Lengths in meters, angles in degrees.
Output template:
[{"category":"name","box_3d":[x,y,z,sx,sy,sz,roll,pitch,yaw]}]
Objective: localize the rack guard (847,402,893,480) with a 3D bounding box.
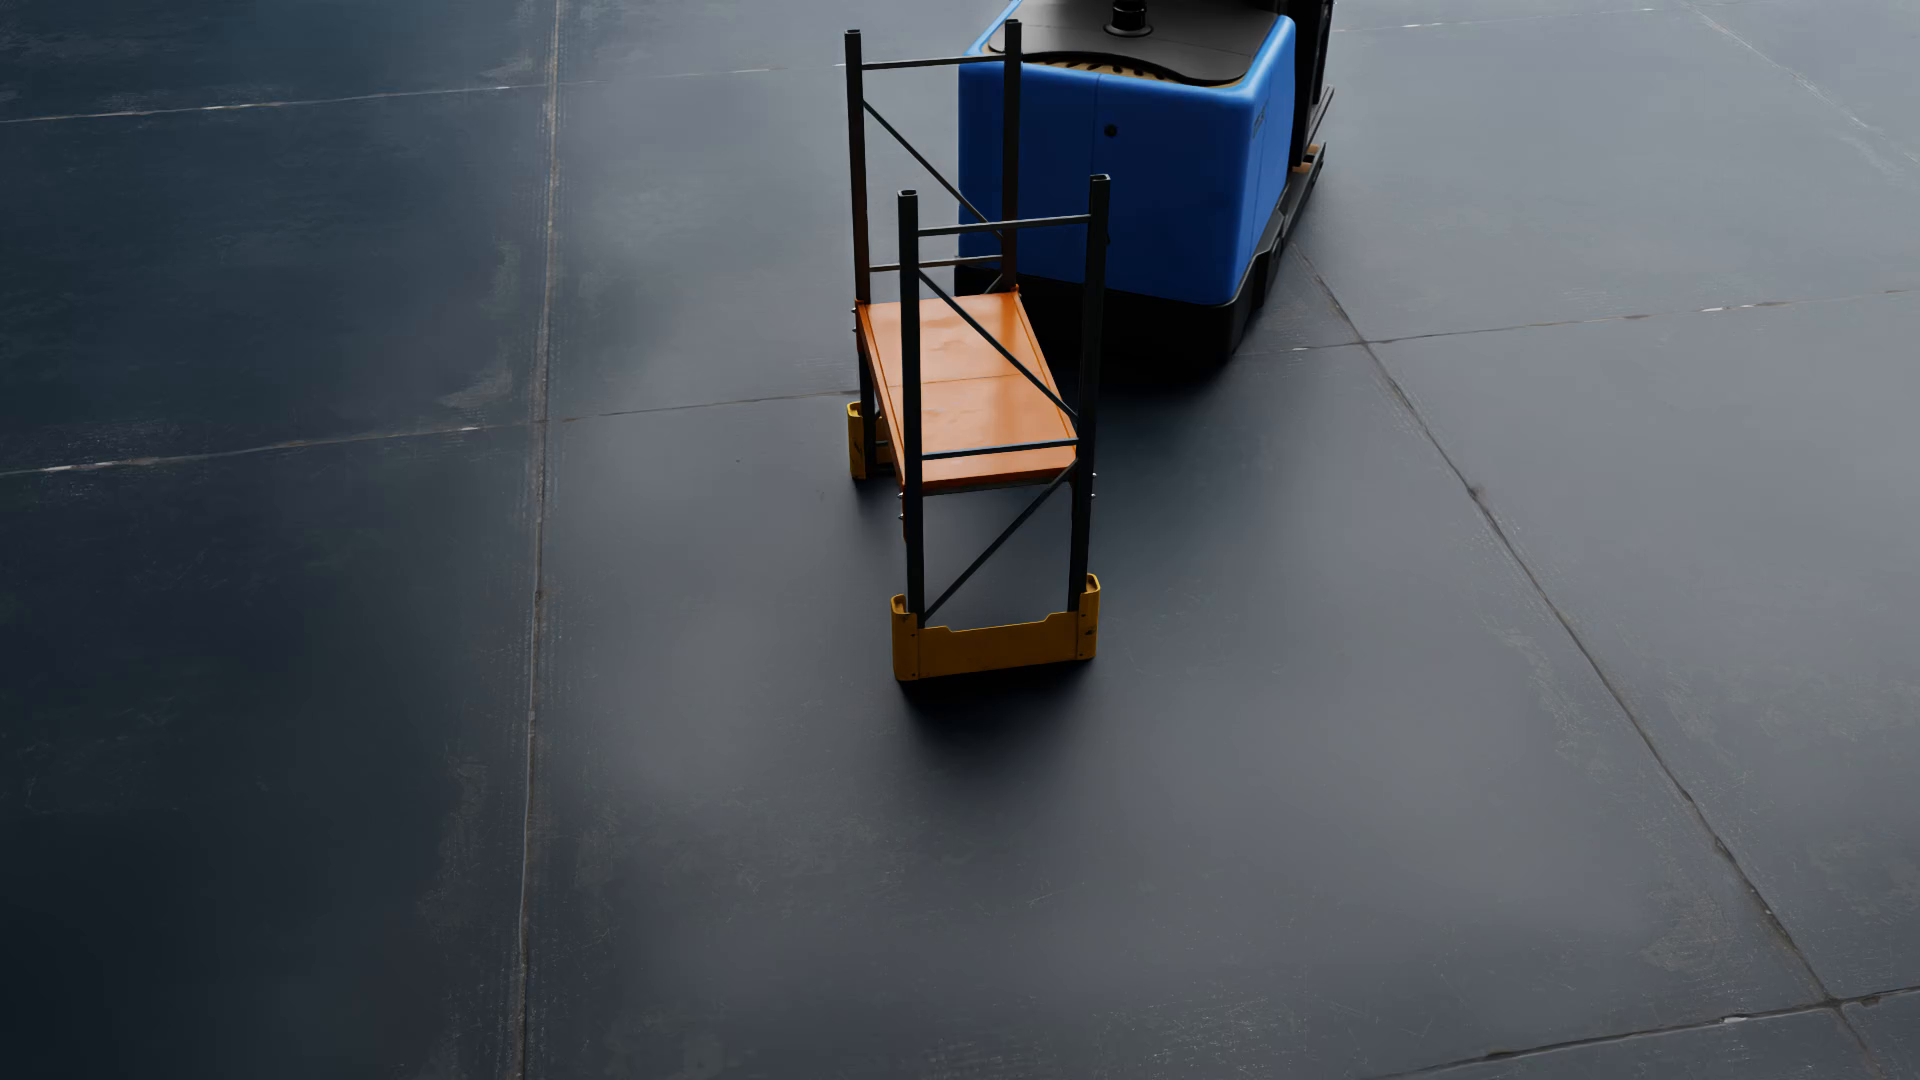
[{"category":"rack guard","box_3d":[-0.074,-0.353,5.501,0.587,0.250,0.087,-6,38,-8]}]

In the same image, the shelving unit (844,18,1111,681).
[{"category":"shelving unit","box_3d":[0.013,-0.546,4.731,0.587,1.500,1.083,-6,38,-8]}]

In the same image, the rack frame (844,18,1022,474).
[{"category":"rack frame","box_3d":[-0.074,-0.848,5.119,0.500,1.500,0.032,-6,38,-8]}]

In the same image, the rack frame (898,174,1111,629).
[{"category":"rack frame","box_3d":[0.104,-0.234,4.328,0.500,1.500,0.032,-6,38,-8]}]

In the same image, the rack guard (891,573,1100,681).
[{"category":"rack guard","box_3d":[0.101,0.248,4.727,0.587,0.250,0.087,-6,38,-8]}]

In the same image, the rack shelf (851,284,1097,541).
[{"category":"rack shelf","box_3d":[0.015,-0.399,4.834,0.538,0.185,1.000,-6,38,-8]}]

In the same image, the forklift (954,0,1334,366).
[{"category":"forklift","box_3d":[0.953,-2.684,6.315,1.130,2.935,3.031,12,40,15]}]
